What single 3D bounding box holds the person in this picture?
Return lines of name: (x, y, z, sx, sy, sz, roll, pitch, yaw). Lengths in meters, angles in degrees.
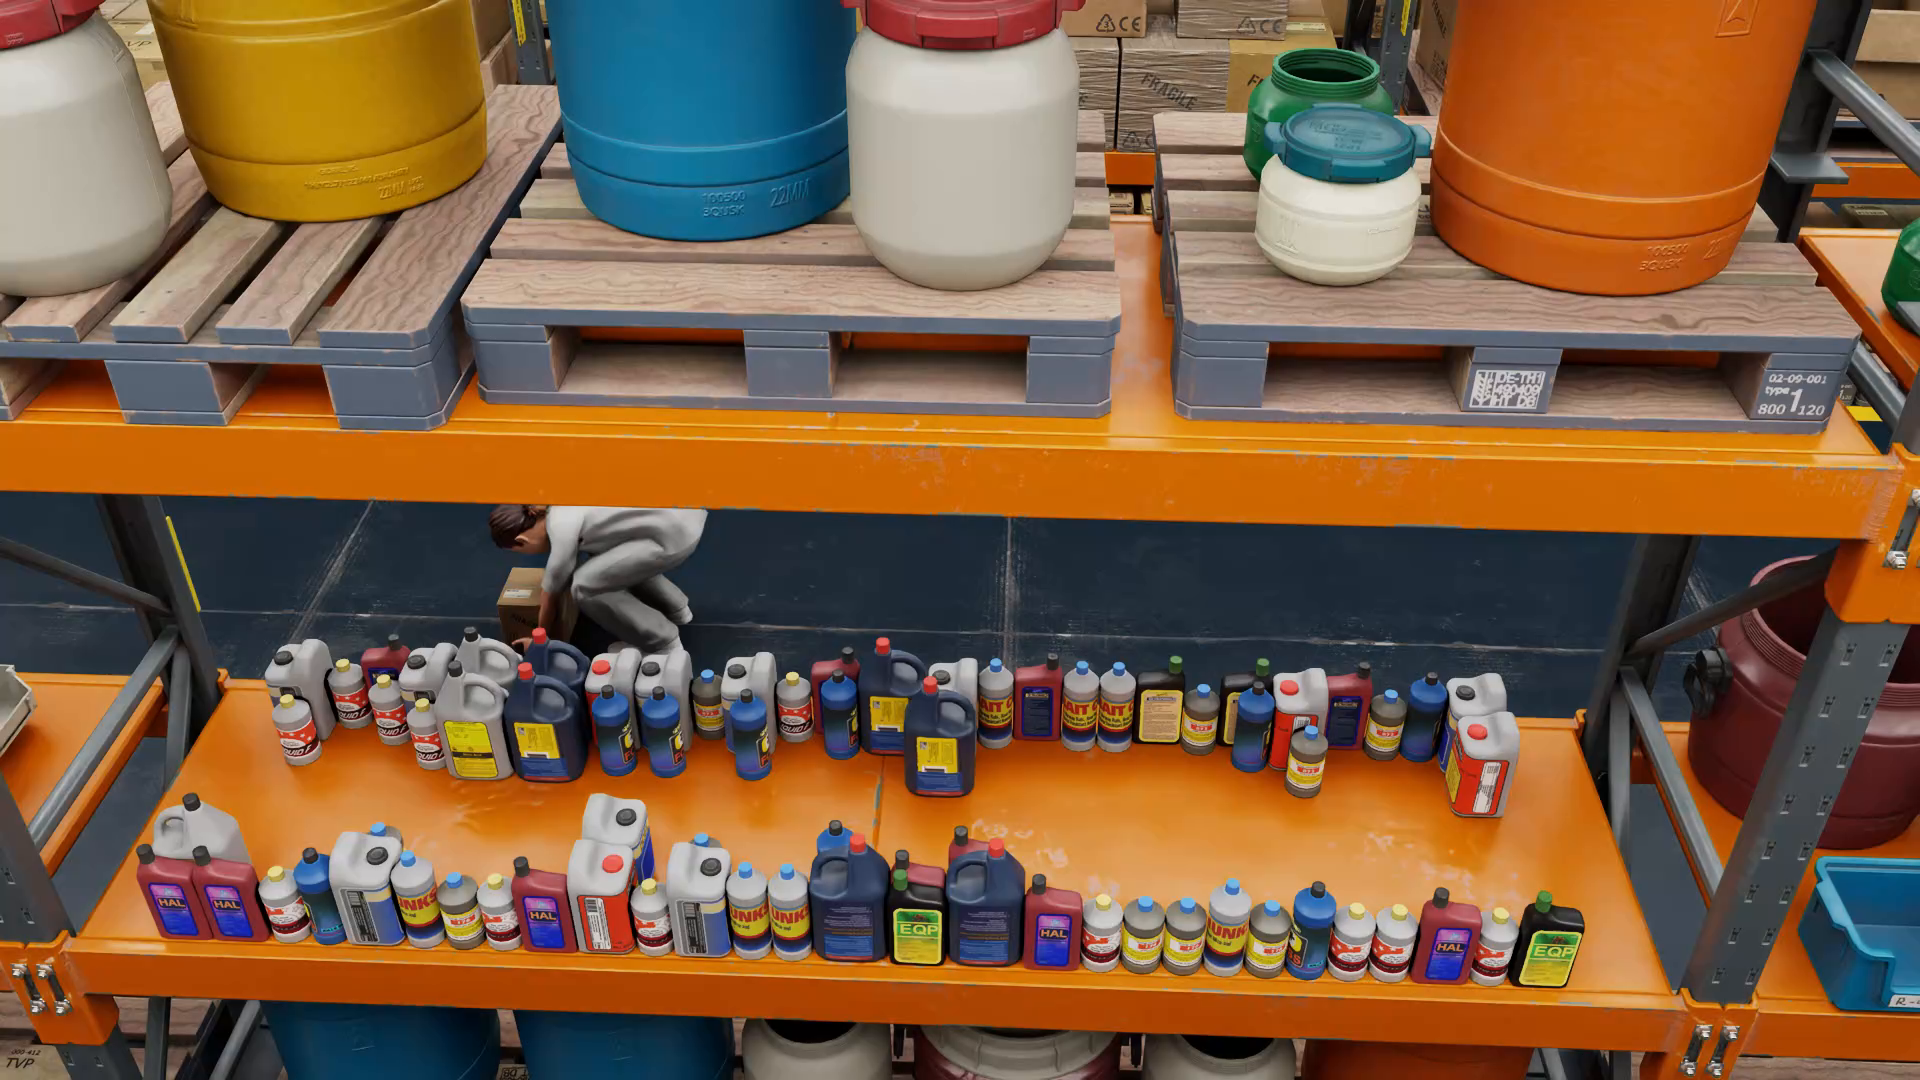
person: (-1.455, 0.107, 6.802, 0.866, 0.785, 0.470, 0, 36, 0)
